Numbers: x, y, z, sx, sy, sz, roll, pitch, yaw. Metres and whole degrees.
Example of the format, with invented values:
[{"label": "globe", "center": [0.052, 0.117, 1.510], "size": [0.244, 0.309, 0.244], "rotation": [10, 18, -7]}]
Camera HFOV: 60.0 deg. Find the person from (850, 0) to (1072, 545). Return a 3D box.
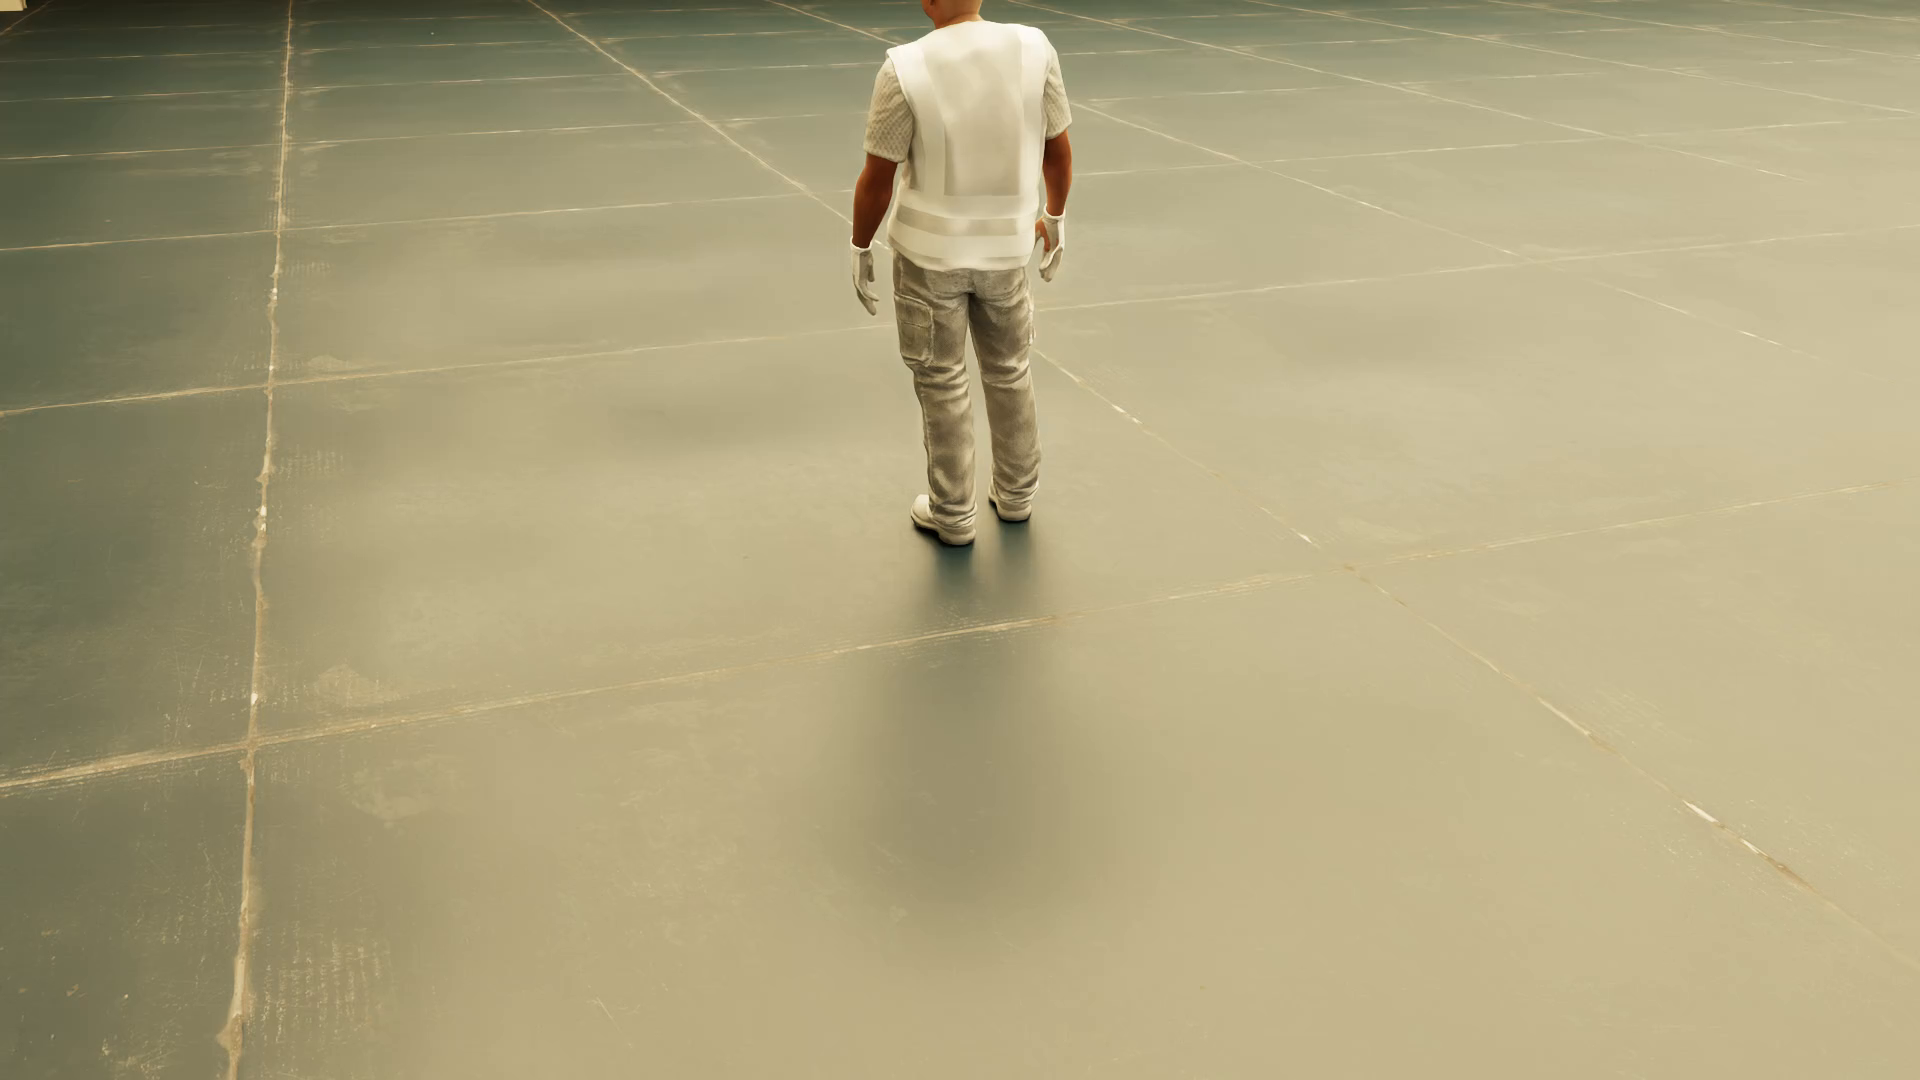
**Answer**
[{"label": "person", "center": [-0.016, -0.856, 4.796], "size": [0.656, 1.782, 0.577], "rotation": [-8, 24, -18]}]
